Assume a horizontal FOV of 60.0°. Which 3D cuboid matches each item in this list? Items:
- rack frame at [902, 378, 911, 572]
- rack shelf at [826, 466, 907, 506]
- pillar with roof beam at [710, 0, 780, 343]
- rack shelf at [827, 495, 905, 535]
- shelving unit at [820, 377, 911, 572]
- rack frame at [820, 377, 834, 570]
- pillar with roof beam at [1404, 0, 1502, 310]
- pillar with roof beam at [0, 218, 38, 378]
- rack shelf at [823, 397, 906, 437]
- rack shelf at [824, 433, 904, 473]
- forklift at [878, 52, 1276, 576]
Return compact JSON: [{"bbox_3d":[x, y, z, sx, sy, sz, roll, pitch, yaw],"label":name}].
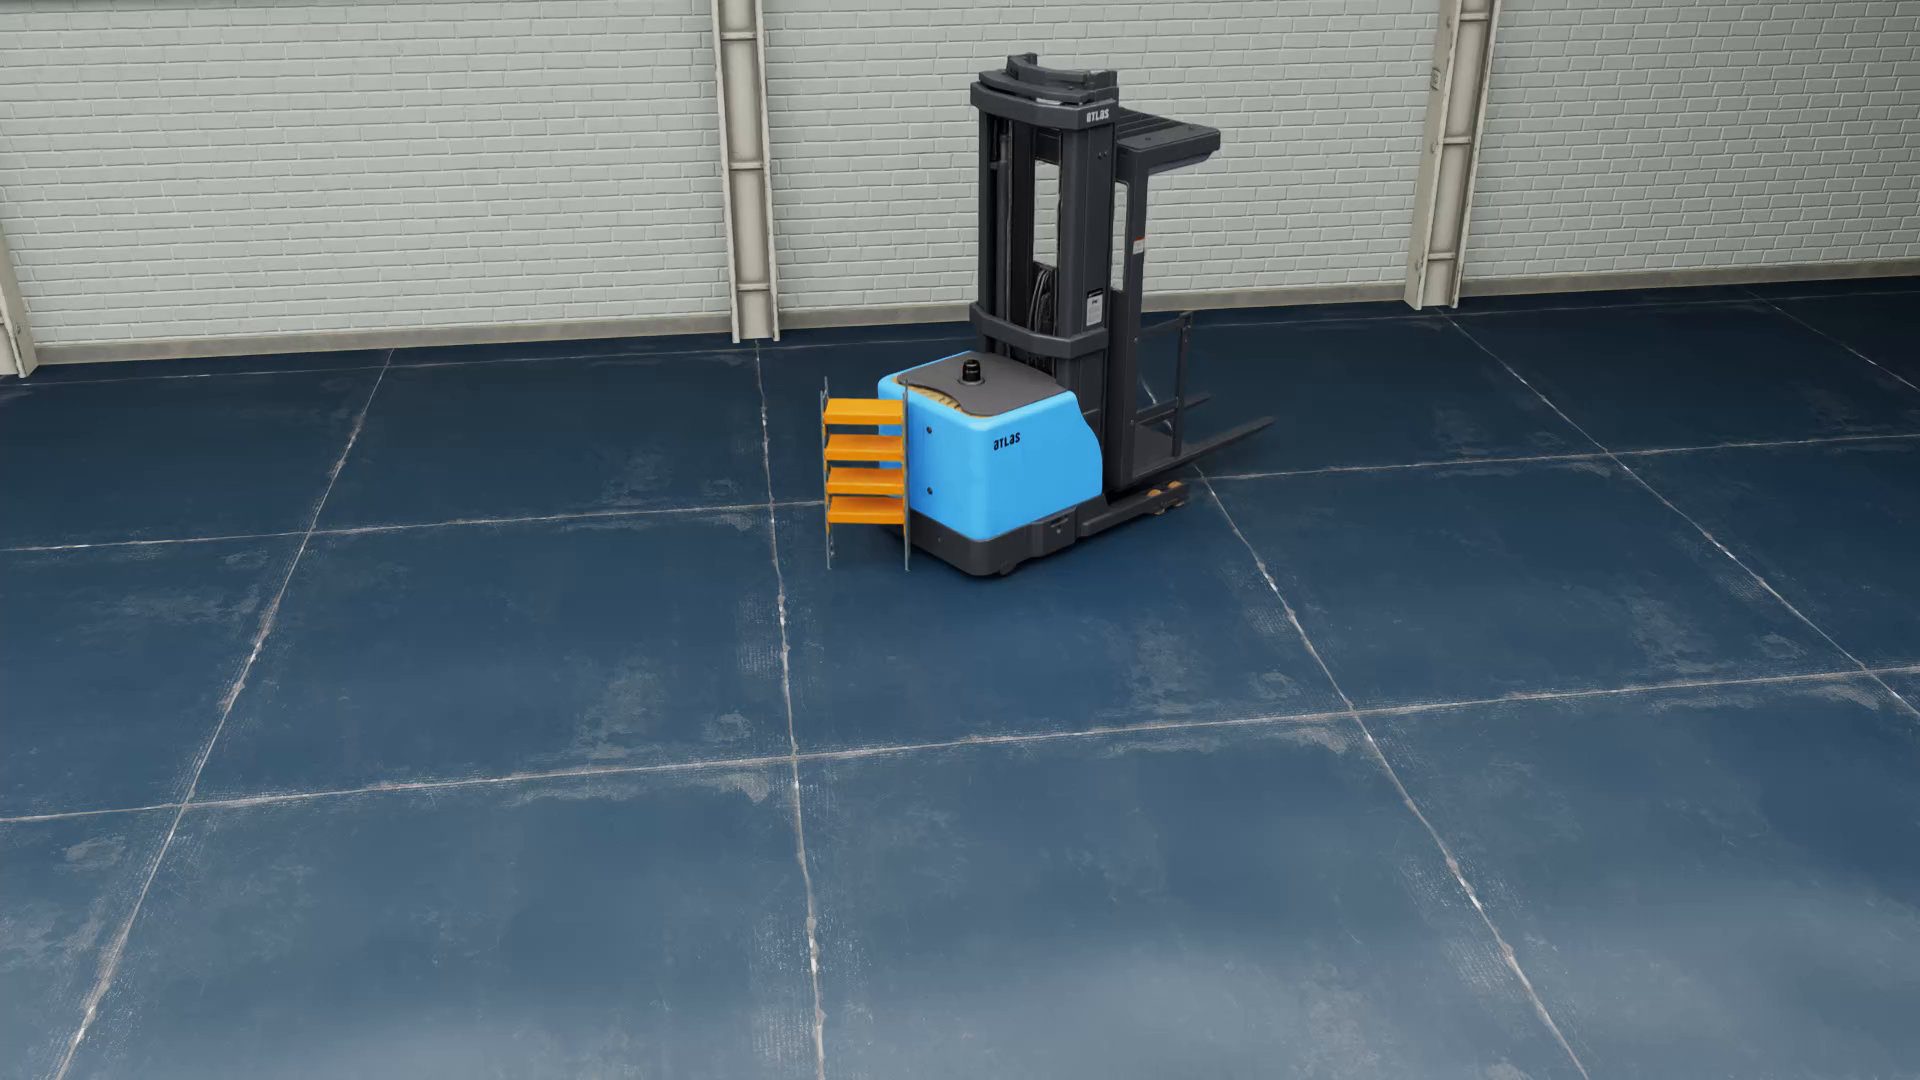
[{"bbox_3d":[-0.328,-0.388,10.192,0.015,1.200,0.240,1,27,2],"label":"rack frame"},{"bbox_3d":[-0.571,-0.334,10.234,0.480,0.148,0.258,1,27,2],"label":"rack shelf"},{"bbox_3d":[-1.135,-3.796,8.291,0.400,9.000,9.100,-4,27,-7],"label":"pillar with roof beam"},{"bbox_3d":[-0.571,-0.157,10.324,0.480,0.148,0.258,1,27,2],"label":"rack shelf"},{"bbox_3d":[-0.571,-0.394,10.203,0.503,1.200,0.258,1,27,2],"label":"shelving unit"},{"bbox_3d":[-0.815,-0.399,10.214,0.015,1.200,0.240,1,27,2],"label":"rack frame"},{"bbox_3d":[4.807,-4.178,9.035,0.400,9.000,9.100,-4,27,-7],"label":"pillar with roof beam"},{"bbox_3d":[-7.076,-3.415,7.548,0.400,9.000,9.100,-4,27,-7],"label":"pillar with roof beam"},{"bbox_3d":[-0.571,-0.743,10.024,0.480,0.148,0.258,1,27,2],"label":"rack shelf"},{"bbox_3d":[-0.571,-0.533,10.132,0.480,0.148,0.258,1,27,2],"label":"rack shelf"},{"bbox_3d":[0.914,-1.634,10.723,3.031,2.935,1.130,-22,34,-36],"label":"forklift"}]
